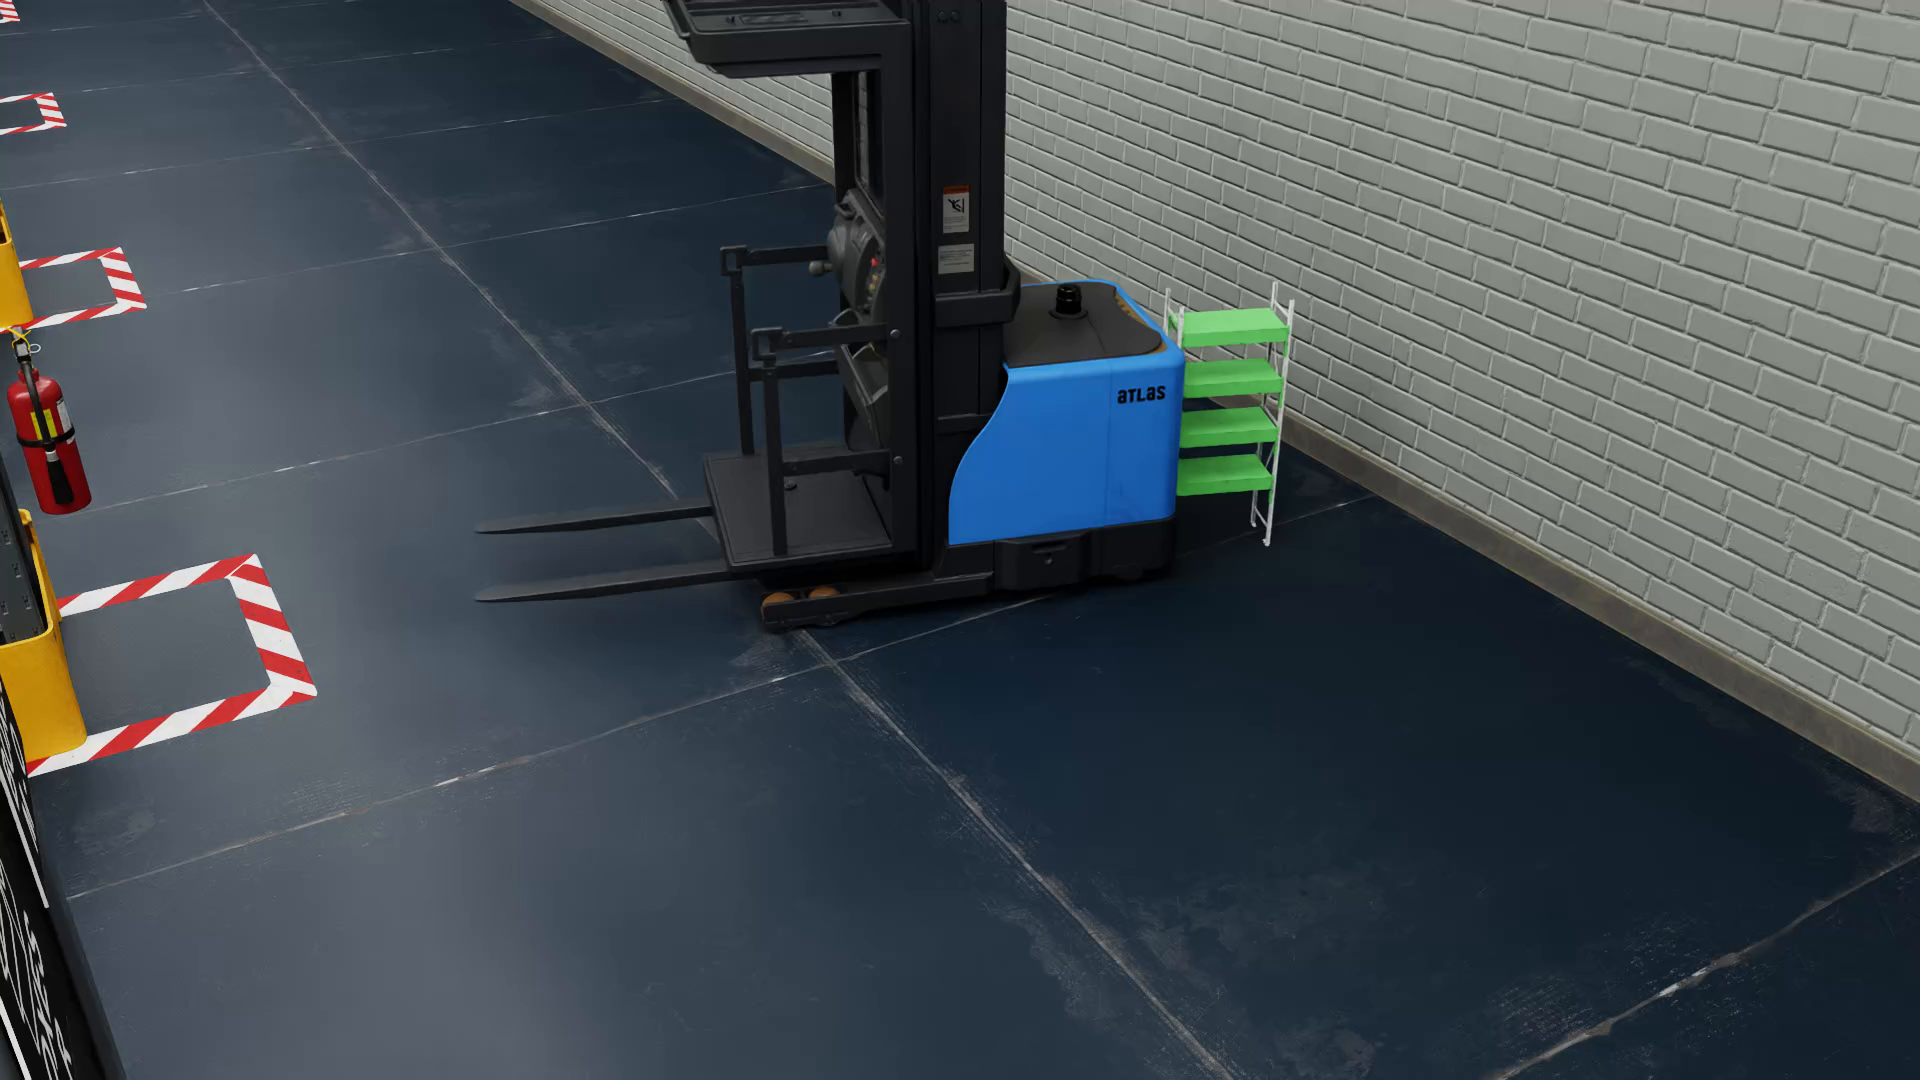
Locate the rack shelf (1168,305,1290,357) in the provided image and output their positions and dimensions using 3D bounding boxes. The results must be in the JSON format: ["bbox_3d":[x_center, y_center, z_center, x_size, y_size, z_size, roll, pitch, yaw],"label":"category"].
[{"bbox_3d":[1.167,-0.901,7.280,0.480,0.148,0.258,-5,29,-8],"label":"rack shelf"}]

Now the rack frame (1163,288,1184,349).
[{"bbox_3d":[0.926,-0.518,7.446,0.015,1.200,0.240,-5,29,-8],"label":"rack frame"}]

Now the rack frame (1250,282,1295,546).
[{"bbox_3d":[1.407,-0.556,7.515,0.015,1.200,0.240,-5,29,-8],"label":"rack frame"}]

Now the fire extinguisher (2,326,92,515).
[{"bbox_3d":[-3.245,-0.423,5.877,0.183,0.674,0.296,-16,33,-26],"label":"fire extinguisher"}]

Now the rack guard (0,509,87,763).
[{"bbox_3d":[-3.761,0.363,6.575,0.348,0.500,1.175,-16,33,-26],"label":"rack guard"}]

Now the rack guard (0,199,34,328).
[{"bbox_3d":[-6.100,-1.753,10.409,0.348,0.500,1.175,-16,33,-26],"label":"rack guard"}]

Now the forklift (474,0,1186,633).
[{"bbox_3d":[-0.610,-1.174,6.843,3.031,2.935,1.130,-7,30,-12],"label":"forklift"}]

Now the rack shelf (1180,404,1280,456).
[{"bbox_3d":[1.167,-0.481,7.512,0.480,0.148,0.258,-5,29,-8],"label":"rack shelf"}]

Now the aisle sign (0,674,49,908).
[{"bbox_3d":[-1.185,0.010,1.936,0.004,0.787,0.394,-16,33,-26],"label":"aisle sign"}]

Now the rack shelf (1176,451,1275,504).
[{"bbox_3d":[1.167,-0.271,7.627,0.480,0.148,0.258,-5,29,-8],"label":"rack shelf"}]

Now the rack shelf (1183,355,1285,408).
[{"bbox_3d":[1.167,-0.691,7.396,0.480,0.148,0.258,-5,29,-8],"label":"rack shelf"}]

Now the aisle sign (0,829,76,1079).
[{"bbox_3d":[-0.882,0.260,1.483,0.004,0.787,0.394,-16,33,-26],"label":"aisle sign"}]

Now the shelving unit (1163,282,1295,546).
[{"bbox_3d":[1.167,-0.537,7.481,0.503,1.200,0.258,-5,29,-8],"label":"shelving unit"}]

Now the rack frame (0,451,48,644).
[{"bbox_3d":[-3.696,-0.750,6.005,0.127,3.000,1.000,-16,33,-26],"label":"rack frame"}]
